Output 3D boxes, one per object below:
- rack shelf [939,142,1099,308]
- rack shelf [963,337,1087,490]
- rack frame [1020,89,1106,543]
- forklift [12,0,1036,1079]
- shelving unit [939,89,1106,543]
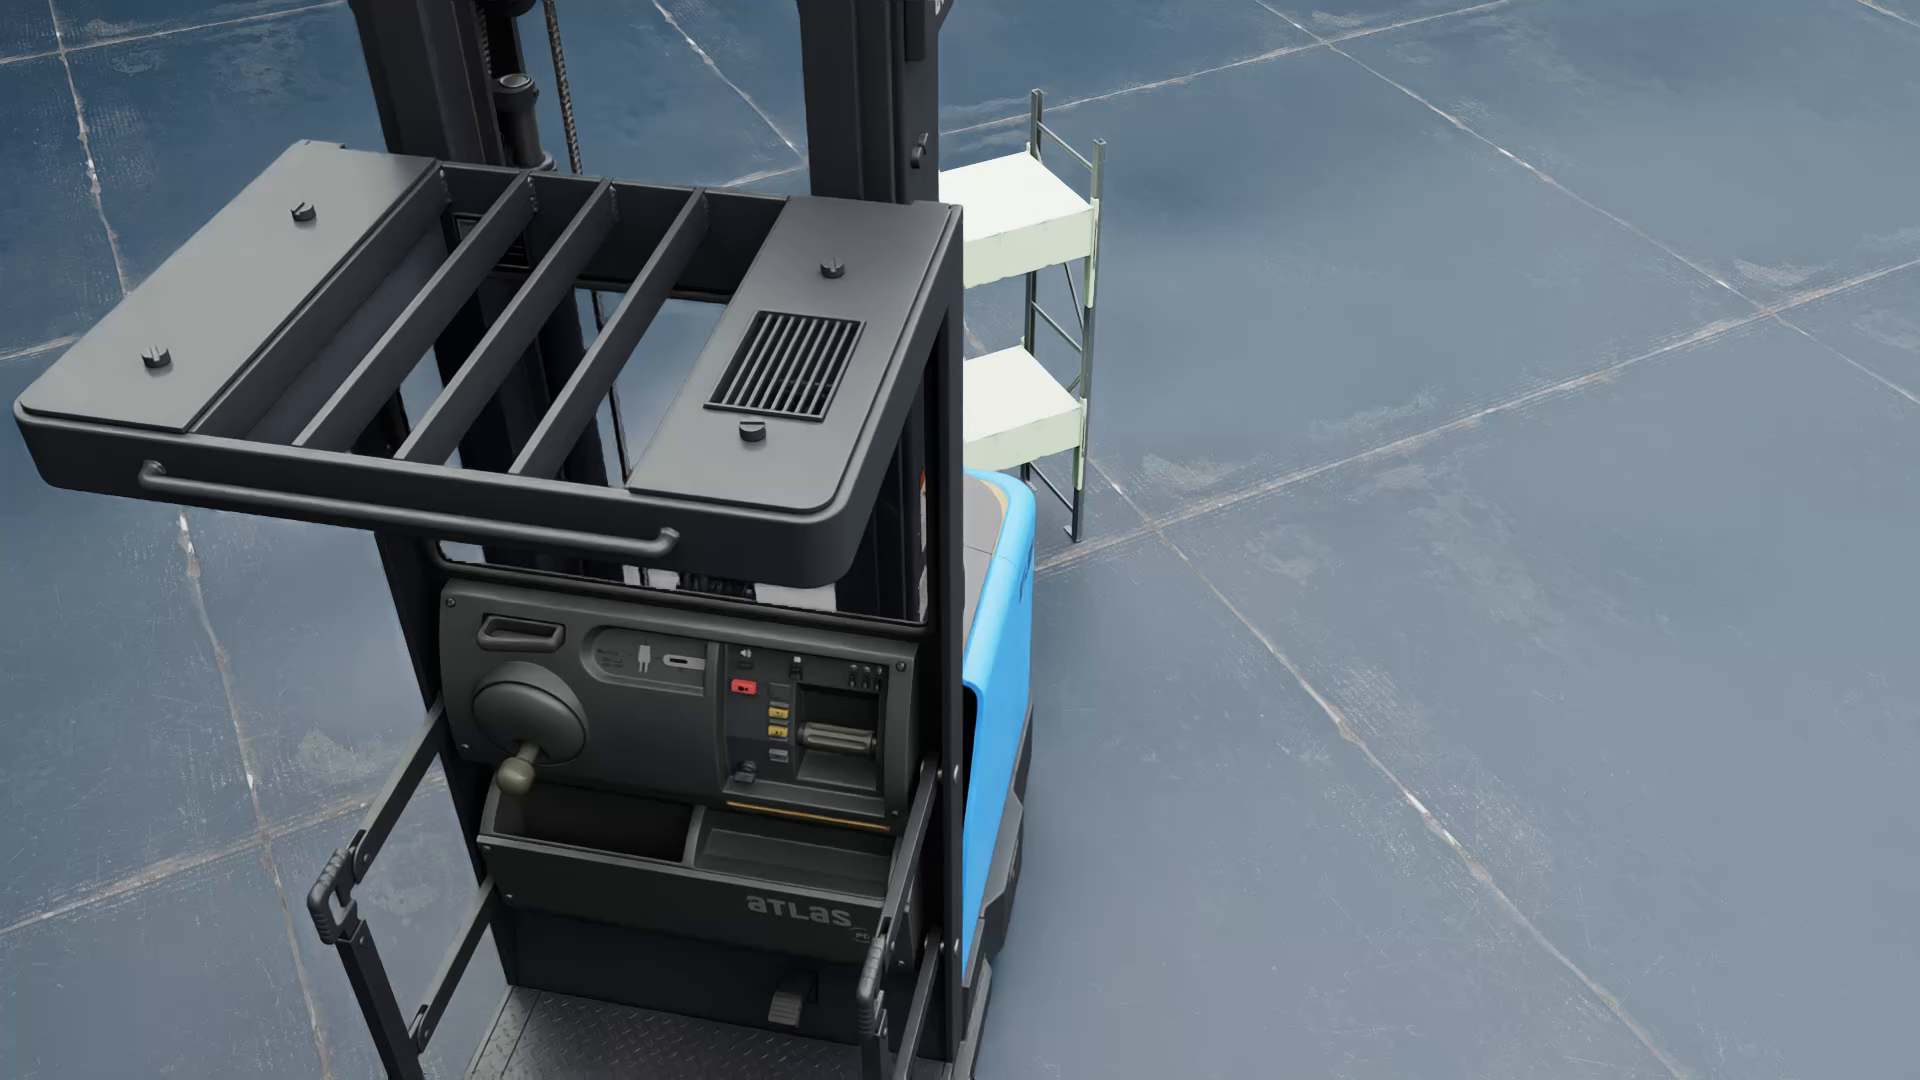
[{"bbox_3d":[-0.006,-0.868,5.011,0.720,0.370,0.431,-19,44,-21],"label":"rack shelf"},{"bbox_3d":[-0.006,-0.322,5.474,0.720,0.370,0.431,-19,44,-21],"label":"rack shelf"},{"bbox_3d":[0.319,-0.680,5.392,0.023,1.500,0.400,-19,44,-21],"label":"rack frame"},{"bbox_3d":[-0.585,0.406,3.002,1.130,2.935,3.031,7,41,9],"label":"forklift"},{"bbox_3d":[-0.006,-0.570,5.263,0.755,1.500,0.431,-19,44,-21],"label":"shelving unit"}]
